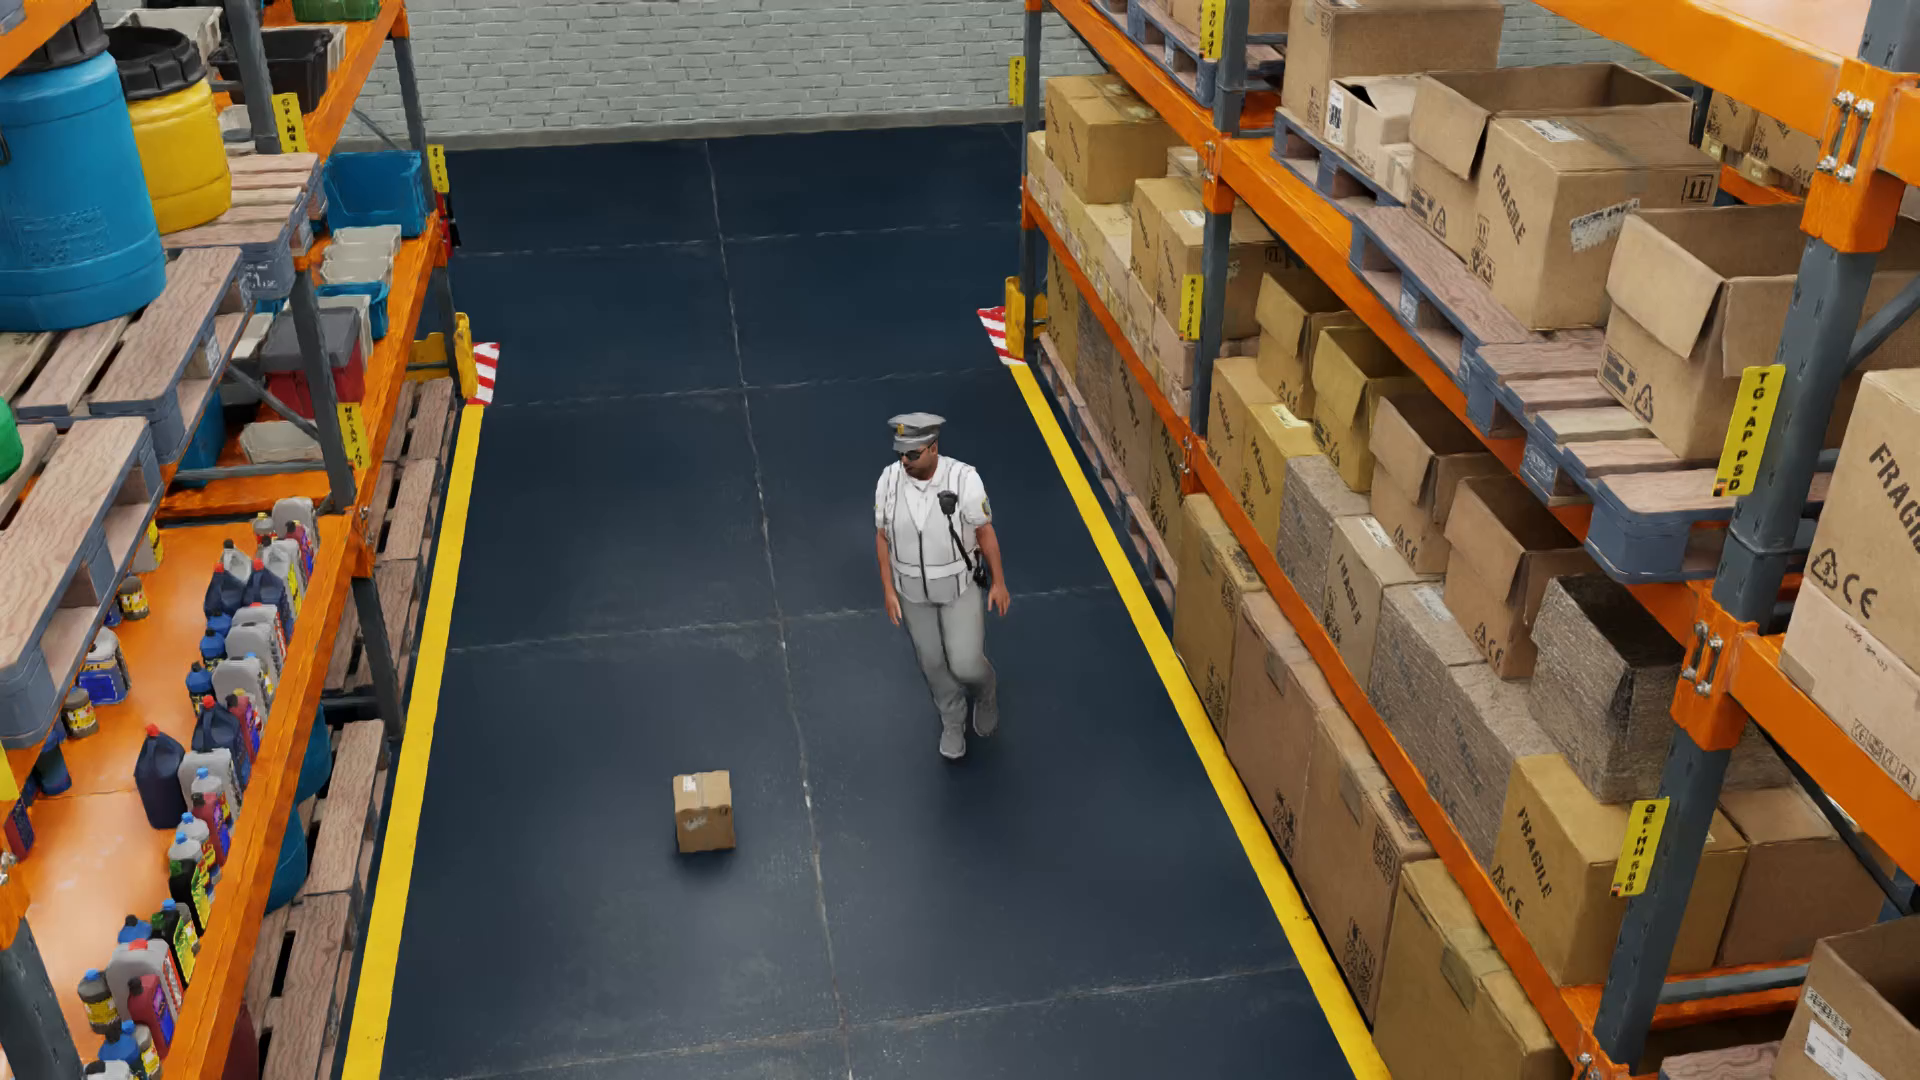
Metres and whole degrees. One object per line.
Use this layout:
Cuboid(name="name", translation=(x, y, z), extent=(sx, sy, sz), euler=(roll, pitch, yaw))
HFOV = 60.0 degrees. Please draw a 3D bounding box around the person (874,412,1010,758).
Cuboid(name="person", translation=(-0.091, 0.217, 7.727), extent=(0.637, 1.731, 0.467), euler=(6, 31, 11))
